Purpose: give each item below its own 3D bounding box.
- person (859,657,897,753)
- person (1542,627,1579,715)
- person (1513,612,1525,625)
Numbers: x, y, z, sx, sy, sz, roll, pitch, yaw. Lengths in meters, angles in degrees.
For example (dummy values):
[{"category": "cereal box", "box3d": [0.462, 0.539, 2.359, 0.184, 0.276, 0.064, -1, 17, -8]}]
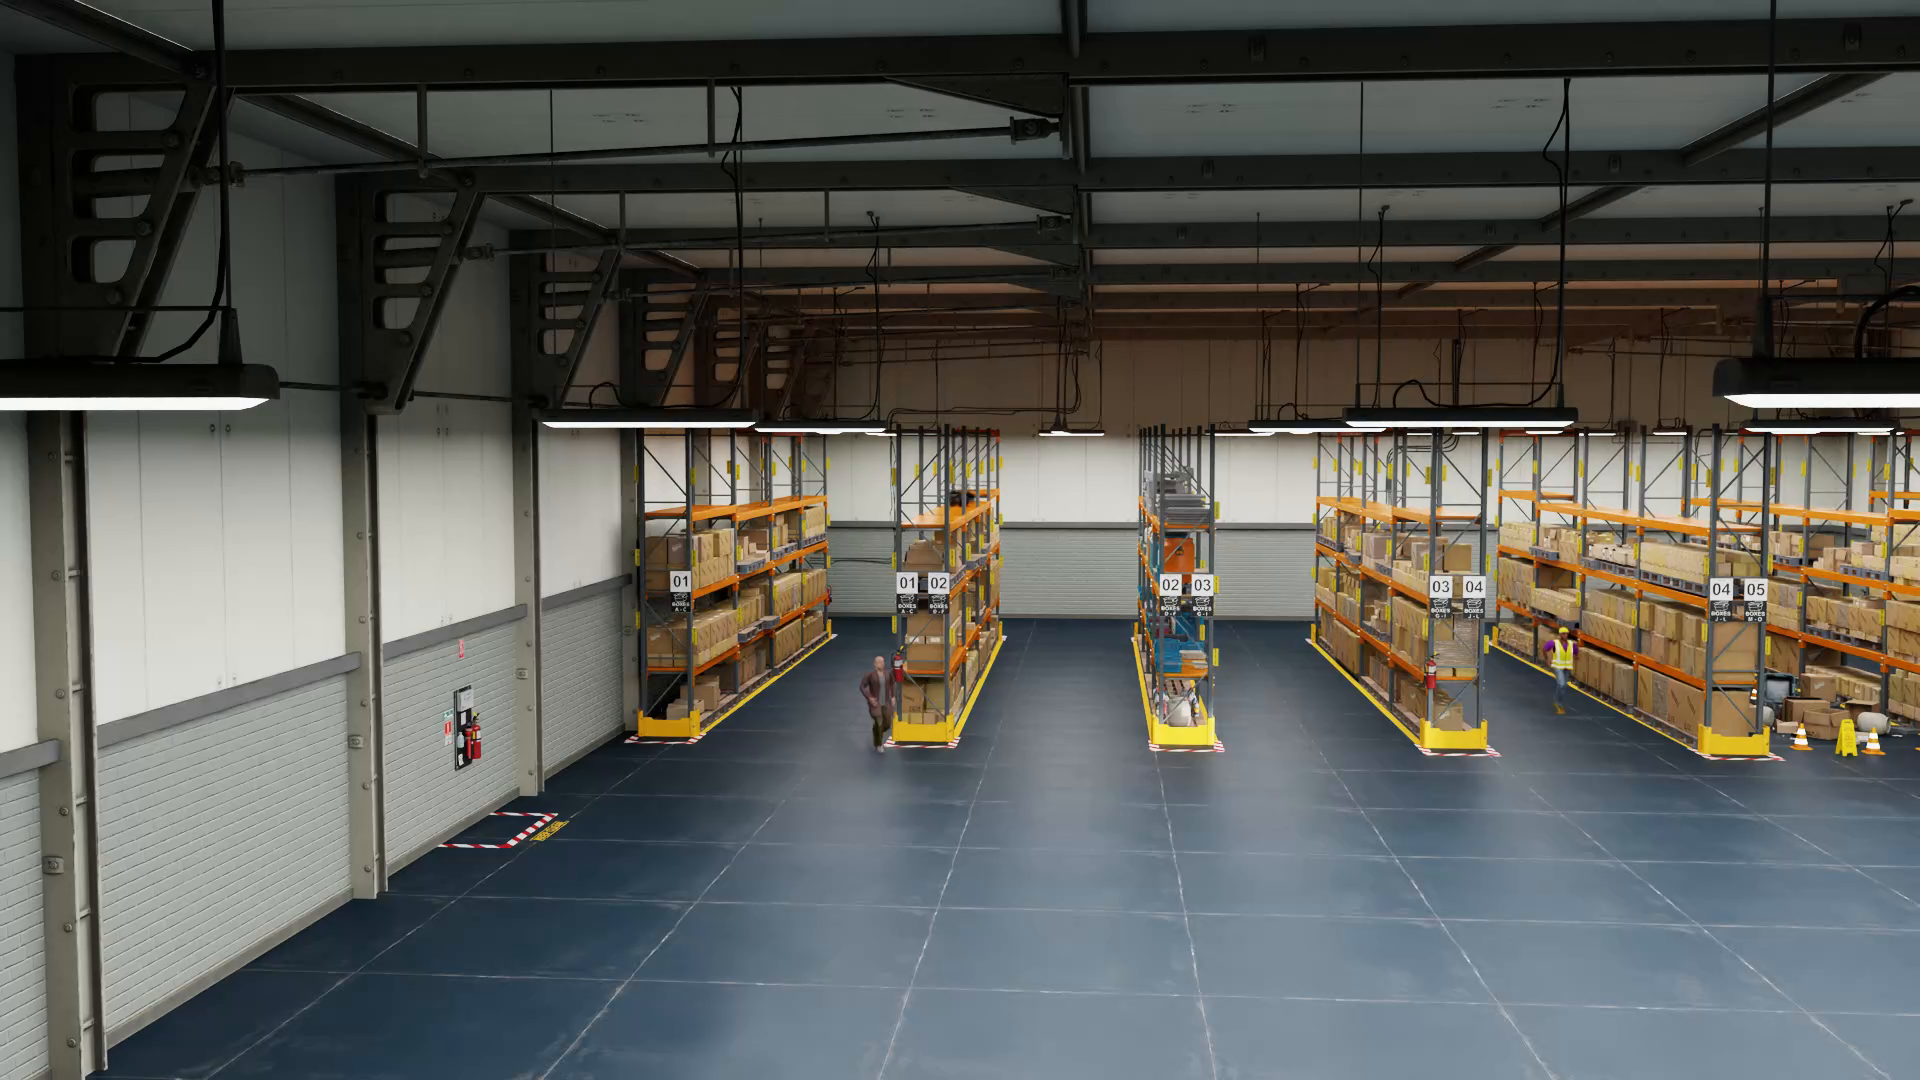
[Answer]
[{"category": "person", "box3d": [-1.509, 3.004, 30.587, 0.746, 1.743, 0.665, -2, 4, -29]}, {"category": "person", "box3d": [12.594, 2.730, 34.770, 0.674, 1.832, 0.785, 0, 3, -6]}, {"category": "person", "box3d": [15.985, 2.005, 47.360, 0.549, 1.679, 0.705, 0, 3, 1]}]
